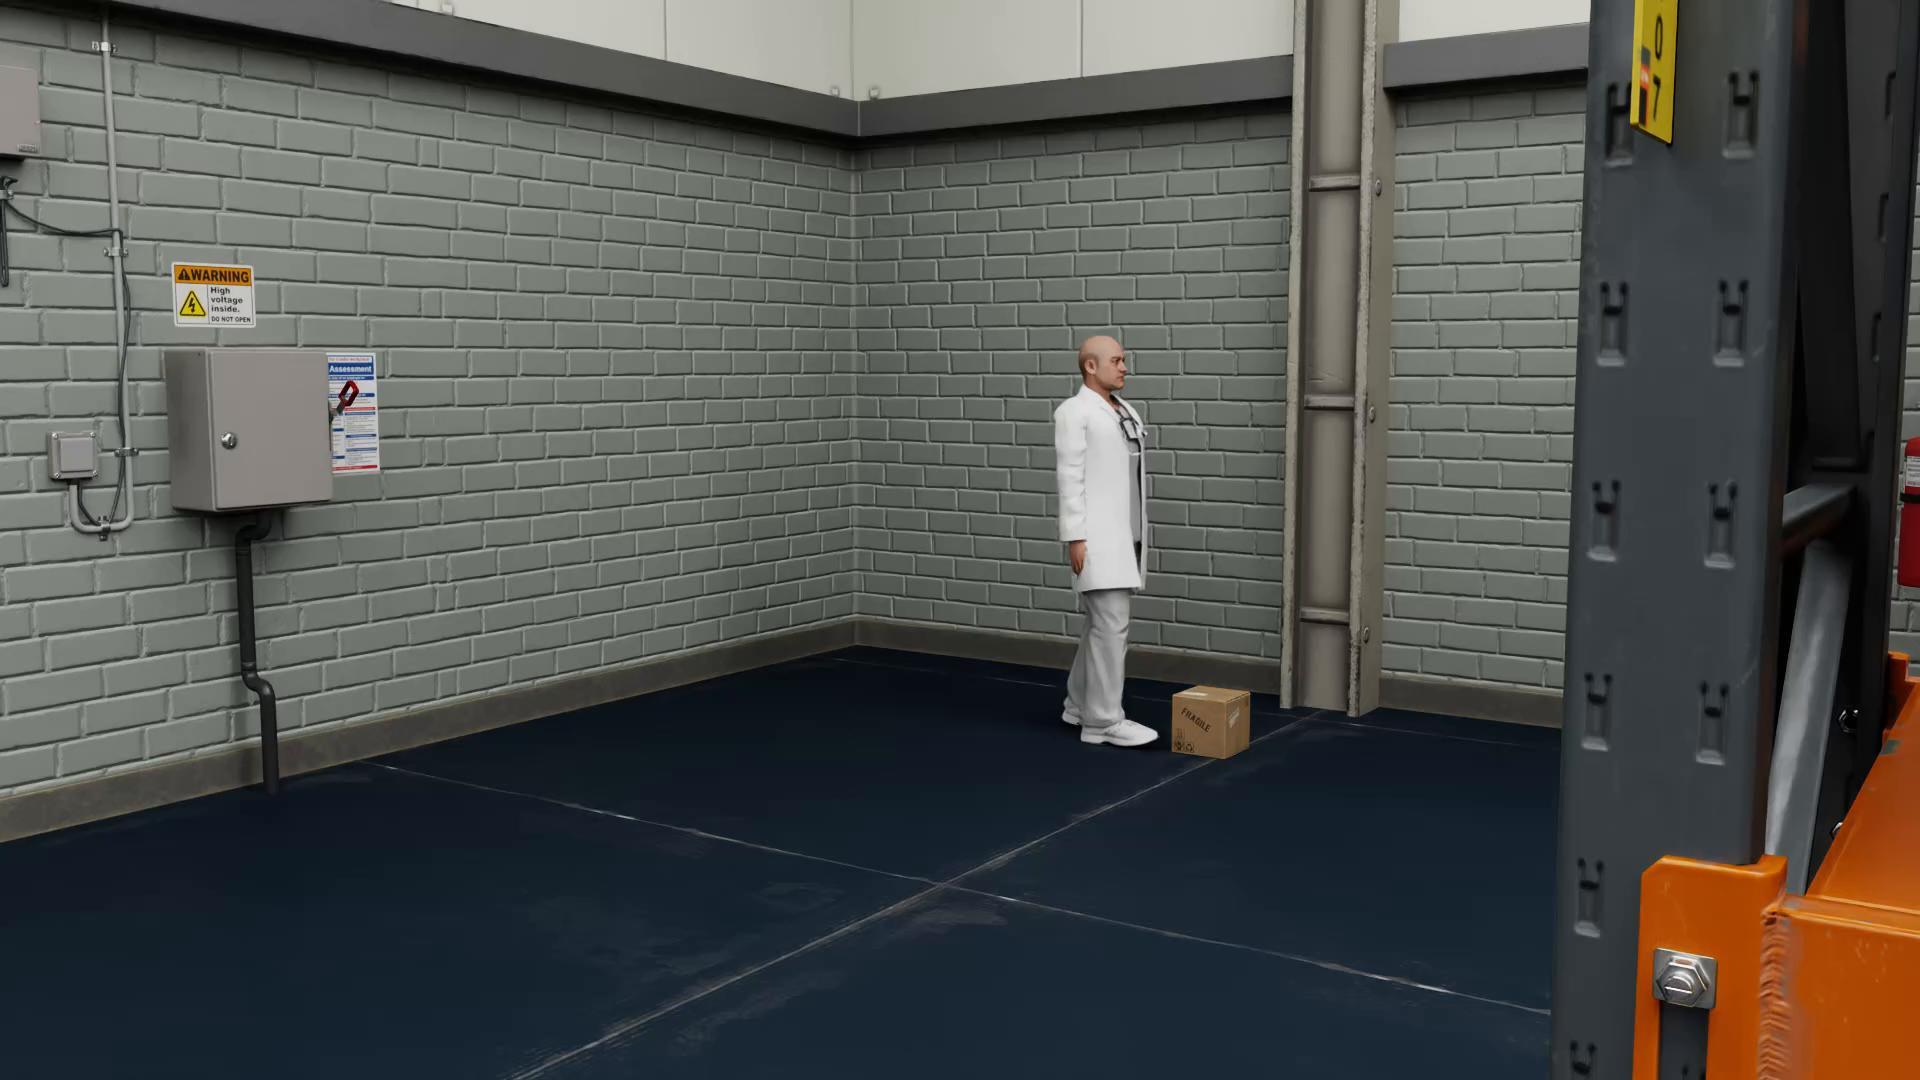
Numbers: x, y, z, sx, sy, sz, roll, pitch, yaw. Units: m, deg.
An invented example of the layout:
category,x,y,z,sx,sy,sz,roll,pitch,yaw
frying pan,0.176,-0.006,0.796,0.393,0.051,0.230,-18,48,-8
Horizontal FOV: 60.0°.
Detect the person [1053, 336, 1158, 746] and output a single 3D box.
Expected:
category,x,y,z,sx,sy,sz,roll,pitch,yaw
person,0.676,-0.001,7.326,0.596,1.788,0.587,4,7,34
